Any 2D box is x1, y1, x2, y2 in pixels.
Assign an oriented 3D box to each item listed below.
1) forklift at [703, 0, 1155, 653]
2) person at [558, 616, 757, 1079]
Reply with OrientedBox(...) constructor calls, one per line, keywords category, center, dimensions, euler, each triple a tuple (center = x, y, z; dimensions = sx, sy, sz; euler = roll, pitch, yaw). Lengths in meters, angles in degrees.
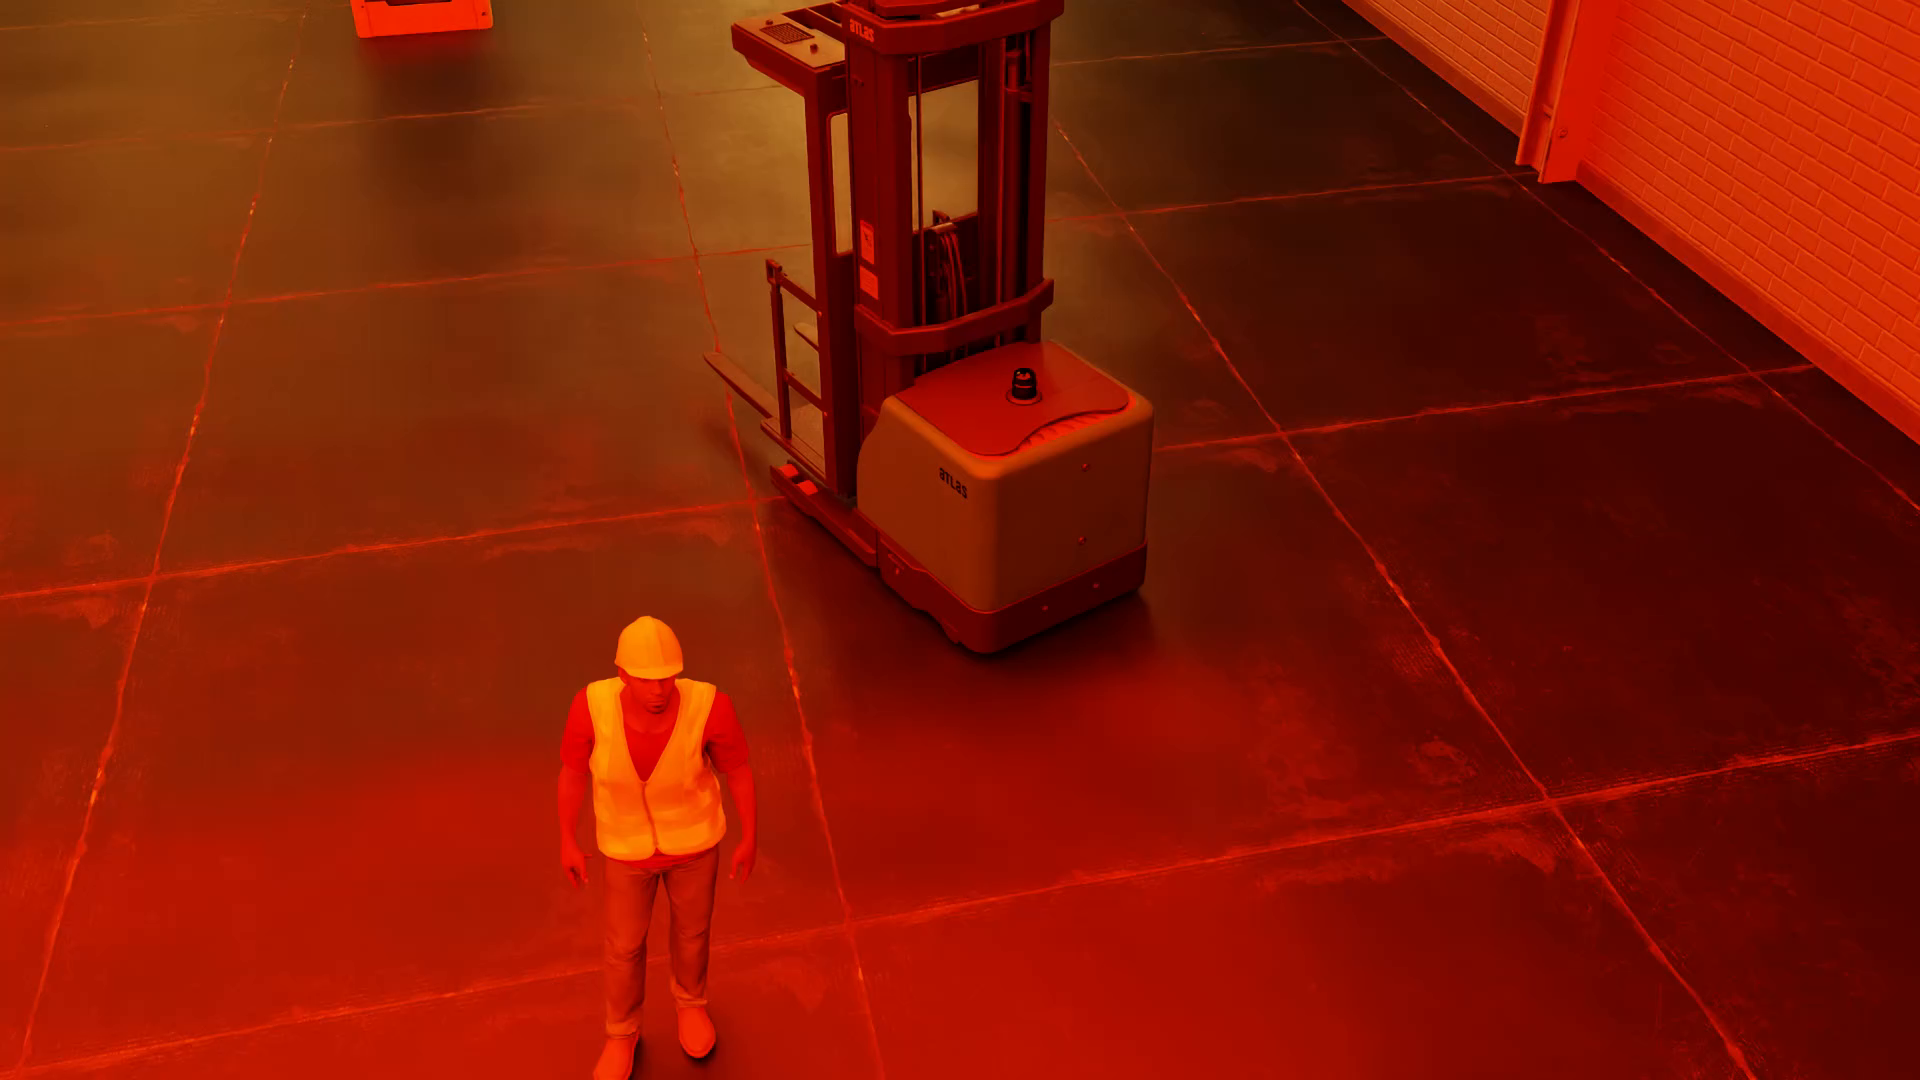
OrientedBox(category="forklift", center=(-0.350, -1.480, 8.107), dimensions=(1.130, 2.935, 3.031), euler=(-22, 41, -28))
OrientedBox(category="person", center=(-1.004, 1.056, 5.569), dimensions=(0.666, 1.766, 0.577), euler=(-4, 36, -6))
